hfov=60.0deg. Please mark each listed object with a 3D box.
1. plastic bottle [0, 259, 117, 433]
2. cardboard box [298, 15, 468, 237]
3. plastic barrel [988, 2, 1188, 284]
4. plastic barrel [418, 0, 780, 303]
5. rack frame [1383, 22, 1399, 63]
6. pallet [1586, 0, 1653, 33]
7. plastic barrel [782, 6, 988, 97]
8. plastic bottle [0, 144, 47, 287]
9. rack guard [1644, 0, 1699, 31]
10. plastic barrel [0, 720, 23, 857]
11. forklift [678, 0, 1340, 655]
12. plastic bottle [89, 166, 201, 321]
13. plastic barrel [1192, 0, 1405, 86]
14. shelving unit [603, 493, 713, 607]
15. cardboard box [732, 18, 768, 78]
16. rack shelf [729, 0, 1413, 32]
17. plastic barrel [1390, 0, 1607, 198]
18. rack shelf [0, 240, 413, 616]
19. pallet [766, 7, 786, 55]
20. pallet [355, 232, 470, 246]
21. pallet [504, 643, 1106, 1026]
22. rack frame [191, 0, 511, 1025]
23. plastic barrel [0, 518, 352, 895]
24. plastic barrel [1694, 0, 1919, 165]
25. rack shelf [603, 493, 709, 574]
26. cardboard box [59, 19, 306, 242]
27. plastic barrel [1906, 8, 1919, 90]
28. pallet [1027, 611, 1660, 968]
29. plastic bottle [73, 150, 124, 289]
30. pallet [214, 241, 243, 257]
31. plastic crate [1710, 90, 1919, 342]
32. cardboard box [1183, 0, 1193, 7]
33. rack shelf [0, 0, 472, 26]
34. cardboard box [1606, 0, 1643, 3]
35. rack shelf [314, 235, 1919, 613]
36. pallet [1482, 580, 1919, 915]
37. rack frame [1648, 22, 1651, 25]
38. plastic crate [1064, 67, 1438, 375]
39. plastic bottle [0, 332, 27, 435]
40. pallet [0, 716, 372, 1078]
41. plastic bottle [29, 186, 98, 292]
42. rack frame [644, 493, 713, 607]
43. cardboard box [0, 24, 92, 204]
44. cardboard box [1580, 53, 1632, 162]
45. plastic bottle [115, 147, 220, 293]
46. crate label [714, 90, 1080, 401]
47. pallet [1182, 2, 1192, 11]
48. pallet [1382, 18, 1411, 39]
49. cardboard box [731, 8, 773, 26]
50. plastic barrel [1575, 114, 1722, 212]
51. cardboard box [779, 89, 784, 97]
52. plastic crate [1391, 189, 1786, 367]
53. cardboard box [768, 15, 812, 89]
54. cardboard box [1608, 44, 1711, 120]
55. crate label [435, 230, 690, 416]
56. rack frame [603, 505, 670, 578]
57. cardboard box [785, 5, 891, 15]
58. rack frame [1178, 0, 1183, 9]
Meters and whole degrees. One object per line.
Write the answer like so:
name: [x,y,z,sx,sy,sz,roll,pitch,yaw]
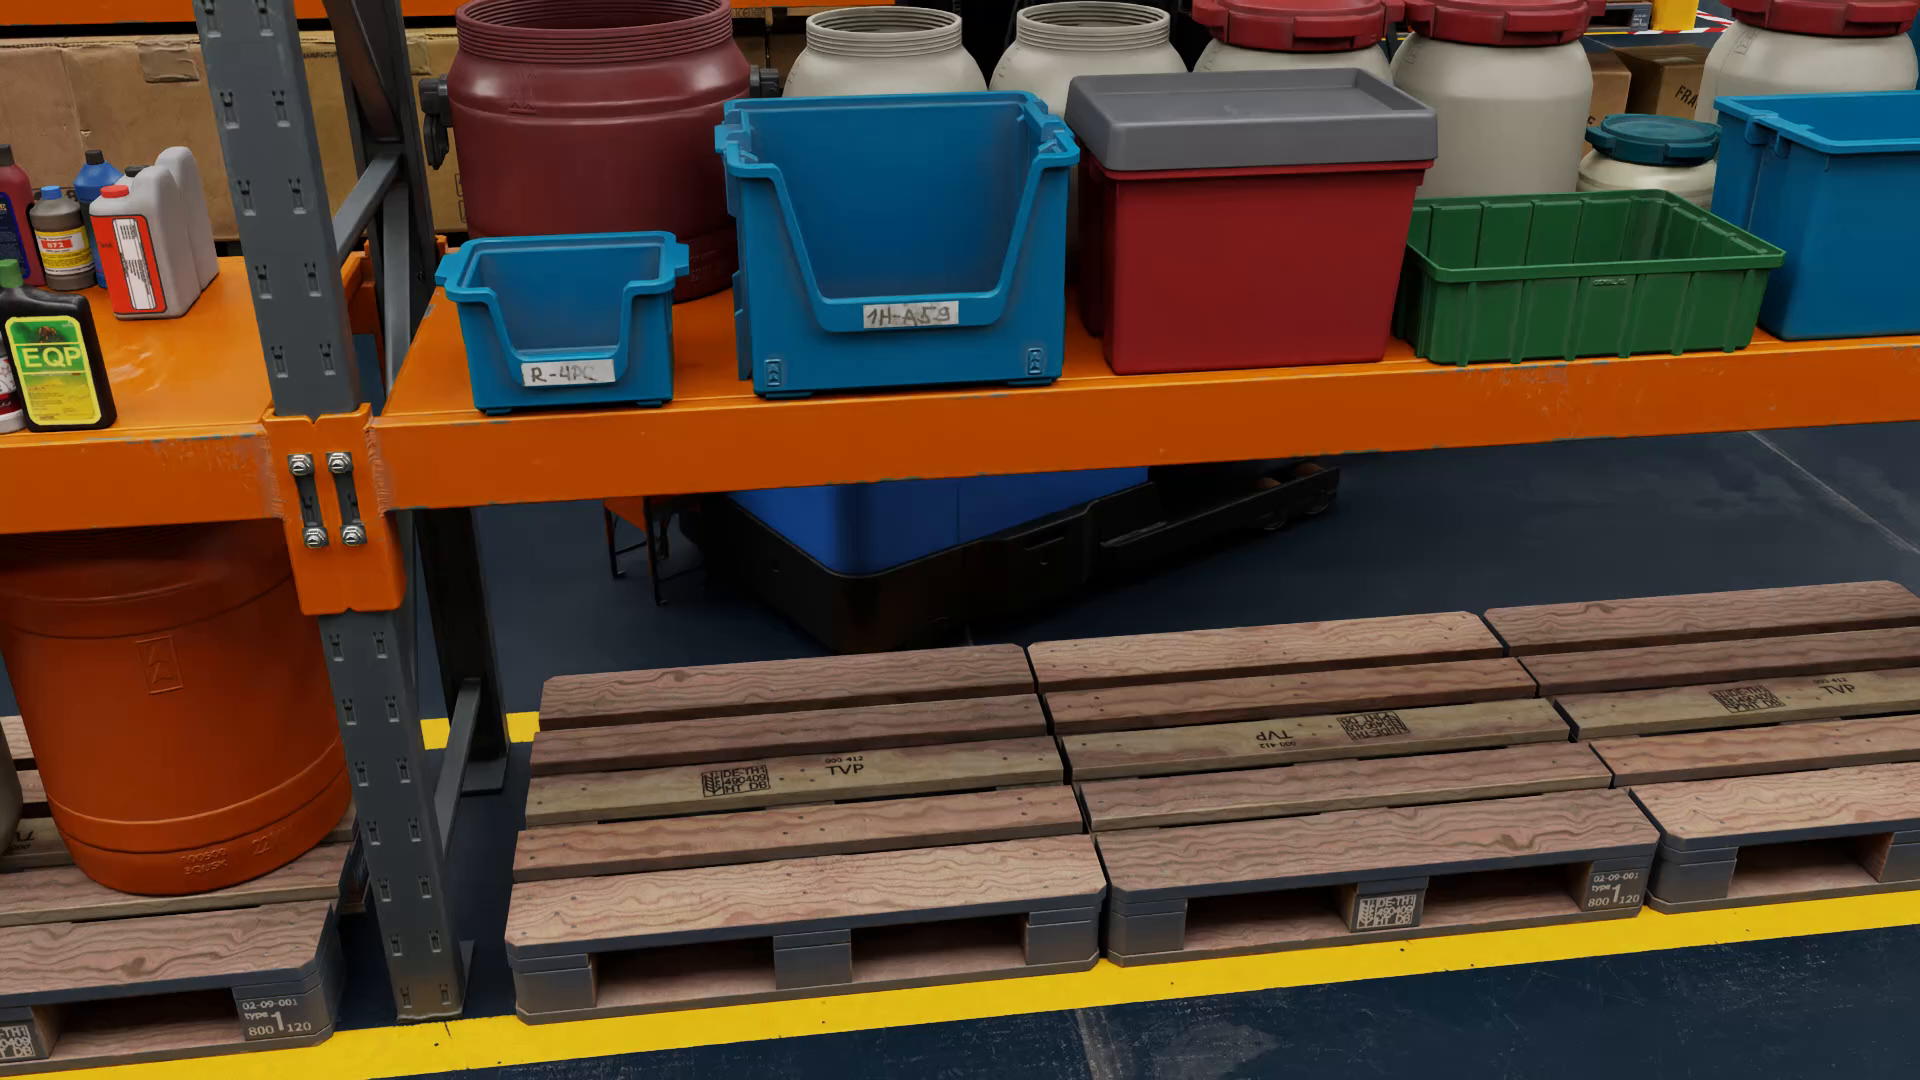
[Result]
plastic bottle: [-1.480,-0.318,2.712,0.133,0.283,0.061,-4,27,-7]
cardboard box: [-2.515,-2.035,7.797,0.875,0.875,1.225,-5,28,-10]
plastic barrel: [0.267,-0.827,3.454,0.421,0.512,0.421,0,27,0]
plastic barrel: [-0.721,-0.815,3.405,0.708,0.536,0.600,-4,27,-7]
rack frame: [2.132,-3.082,7.971,0.127,3.000,1.000,-4,27,-7]
pallet: [4.721,-4.258,13.318,1.213,0.211,1.003,-4,27,-7]
plastic barrel: [-0.150,-0.800,3.401,0.421,0.512,0.421,0,27,0]
plastic bottle: [-1.944,-0.655,3.368,0.133,0.283,0.061,-4,27,-7]
rack guard: [5.526,-4.474,13.423,0.348,0.500,1.175,-4,27,-7]
plastic barrel: [-2.167,0.447,3.359,0.421,0.512,0.421,0,27,0]
forklift: [0.616,-1.510,4.983,3.031,2.935,1.130,-19,32,-32]
plastic bottle: [-1.591,-0.583,3.237,0.135,0.276,0.152,-4,27,-7]
plastic barrel: [0.689,-0.867,3.506,0.433,0.535,0.433,0,27,0]
shelving unit: [-0.901,-0.346,4.770,0.215,1.050,0.252,-22,33,-36]
cardboard box: [-1.169,-2.301,7.883,0.500,0.250,0.500,-3,27,-5]
rack shelf: [0.152,-2.635,7.887,4.000,0.370,1.077,-4,27,-7]
plastic barrel: [1.118,-0.895,3.560,0.433,0.535,0.433,0,27,0]
rack shelf: [-3.119,-0.141,3.027,4.000,0.370,1.077,-4,27,-7]
pallet: [-1.628,-3.852,12.525,1.213,0.211,1.003,-4,27,-7]
pallet: [-2.620,-1.571,8.080,1.213,0.211,1.003,-4,27,-7]
pallet: [-0.366,0.620,3.810,1.213,0.211,1.003,-4,27,-7]
rack frame: [-1.139,-0.588,3.111,0.127,3.000,1.000,-4,27,-7]
plastic barrel: [-1.621,0.229,3.435,0.708,0.830,0.600,-4,27,-7]
plastic barrel: [1.844,-0.942,3.651,0.433,0.535,0.433,0,27,0]
rack shelf: [-0.898,-0.088,4.900,0.215,0.259,0.240,-22,33,-36]
cardboard box: [-3.399,-1.981,7.693,0.875,0.875,1.225,-4,27,-7]
plastic barrel: [2.398,-1.178,3.712,0.708,0.901,0.600,-4,27,-7]
pallet: [0.839,0.544,3.958,1.213,0.211,1.003,-4,27,-7]
plastic bottle: [-1.731,-0.655,3.381,0.097,0.271,0.097,0,27,0]
pallet: [-3.825,-1.495,7.932,1.213,0.211,1.003,-4,27,-7]
plastic crate: [1.773,-0.625,3.200,0.575,0.384,0.392,-4,27,-7]
cardboard box: [2.174,-4.580,12.759,0.875,0.875,0.875,-3,27,-6]
rack shelf: [-3.809,-2.380,7.391,4.000,0.370,1.077,-4,27,-7]
cardboard box: [4.840,-4.754,13.096,0.875,0.875,0.875,-4,27,-7]
rack shelf: [0.842,-0.396,3.523,4.000,0.370,1.077,-4,27,-7]
pallet: [2.050,0.465,4.112,1.213,0.211,1.003,-4,27,-7]
rack frame: [5.502,-5.585,12.849,0.127,3.000,1.000,-4,27,-7]
plastic crate: [0.504,-0.581,3.027,0.583,0.464,0.402,-4,27,-7]
plastic bottle: [-1.597,-0.282,2.732,0.097,0.201,0.097,0,27,0]
pallet: [-1.914,0.721,3.613,1.213,0.211,1.003,-4,27,-7]
plastic bottle: [-1.827,-0.618,3.385,0.097,0.201,0.097,0,27,0]
rack frame: [-0.821,-0.306,4.688,0.200,1.050,0.008,-22,33,-36]
cardboard box: [-4.274,-1.922,7.577,0.875,0.875,1.225,-5,28,-9]
cardboard box: [3.100,-2.204,8.538,0.500,0.500,0.500,5,28,9]
plastic bottle: [-1.612,-0.652,3.371,0.135,0.276,0.152,-4,27,-7]
crate label: [-0.117,-0.545,2.988,0.616,0.435,0.502,-4,27,-7]
pallet: [2.305,-4.103,13.015,1.213,0.211,1.003,-4,27,-7]
pallet: [3.516,-4.182,13.169,1.213,0.211,1.003,-4,27,-7]
cardboard box: [-1.804,-4.260,12.271,0.750,0.750,1.050,-4,27,-8]
plastic barrel: [1.490,-0.767,3.610,0.301,0.262,0.301,0,27,0]
cardboard box: [-0.620,-2.004,8.126,0.500,0.500,0.700,-6,28,-11]
plastic crate: [1.137,-0.510,3.191,0.662,0.188,0.450,-4,27,-7]
cardboard box: [-0.646,-2.339,7.958,0.500,0.250,0.500,-1,27,-1]
cardboard box: [3.704,-2.279,8.684,0.500,0.500,0.500,-6,28,-12]
crate label: [-0.669,-0.371,2.871,0.416,0.233,0.303,-4,27,-7]
rack frame: [-0.981,-0.387,4.853,0.200,1.050,0.008,-22,33,-36]
cardboard box: [-0.939,-4.317,12.383,0.750,0.750,1.050,-3,27,-6]
rack frame: [1.541,-5.331,12.353,0.127,3.000,1.000,-4,27,-7]
